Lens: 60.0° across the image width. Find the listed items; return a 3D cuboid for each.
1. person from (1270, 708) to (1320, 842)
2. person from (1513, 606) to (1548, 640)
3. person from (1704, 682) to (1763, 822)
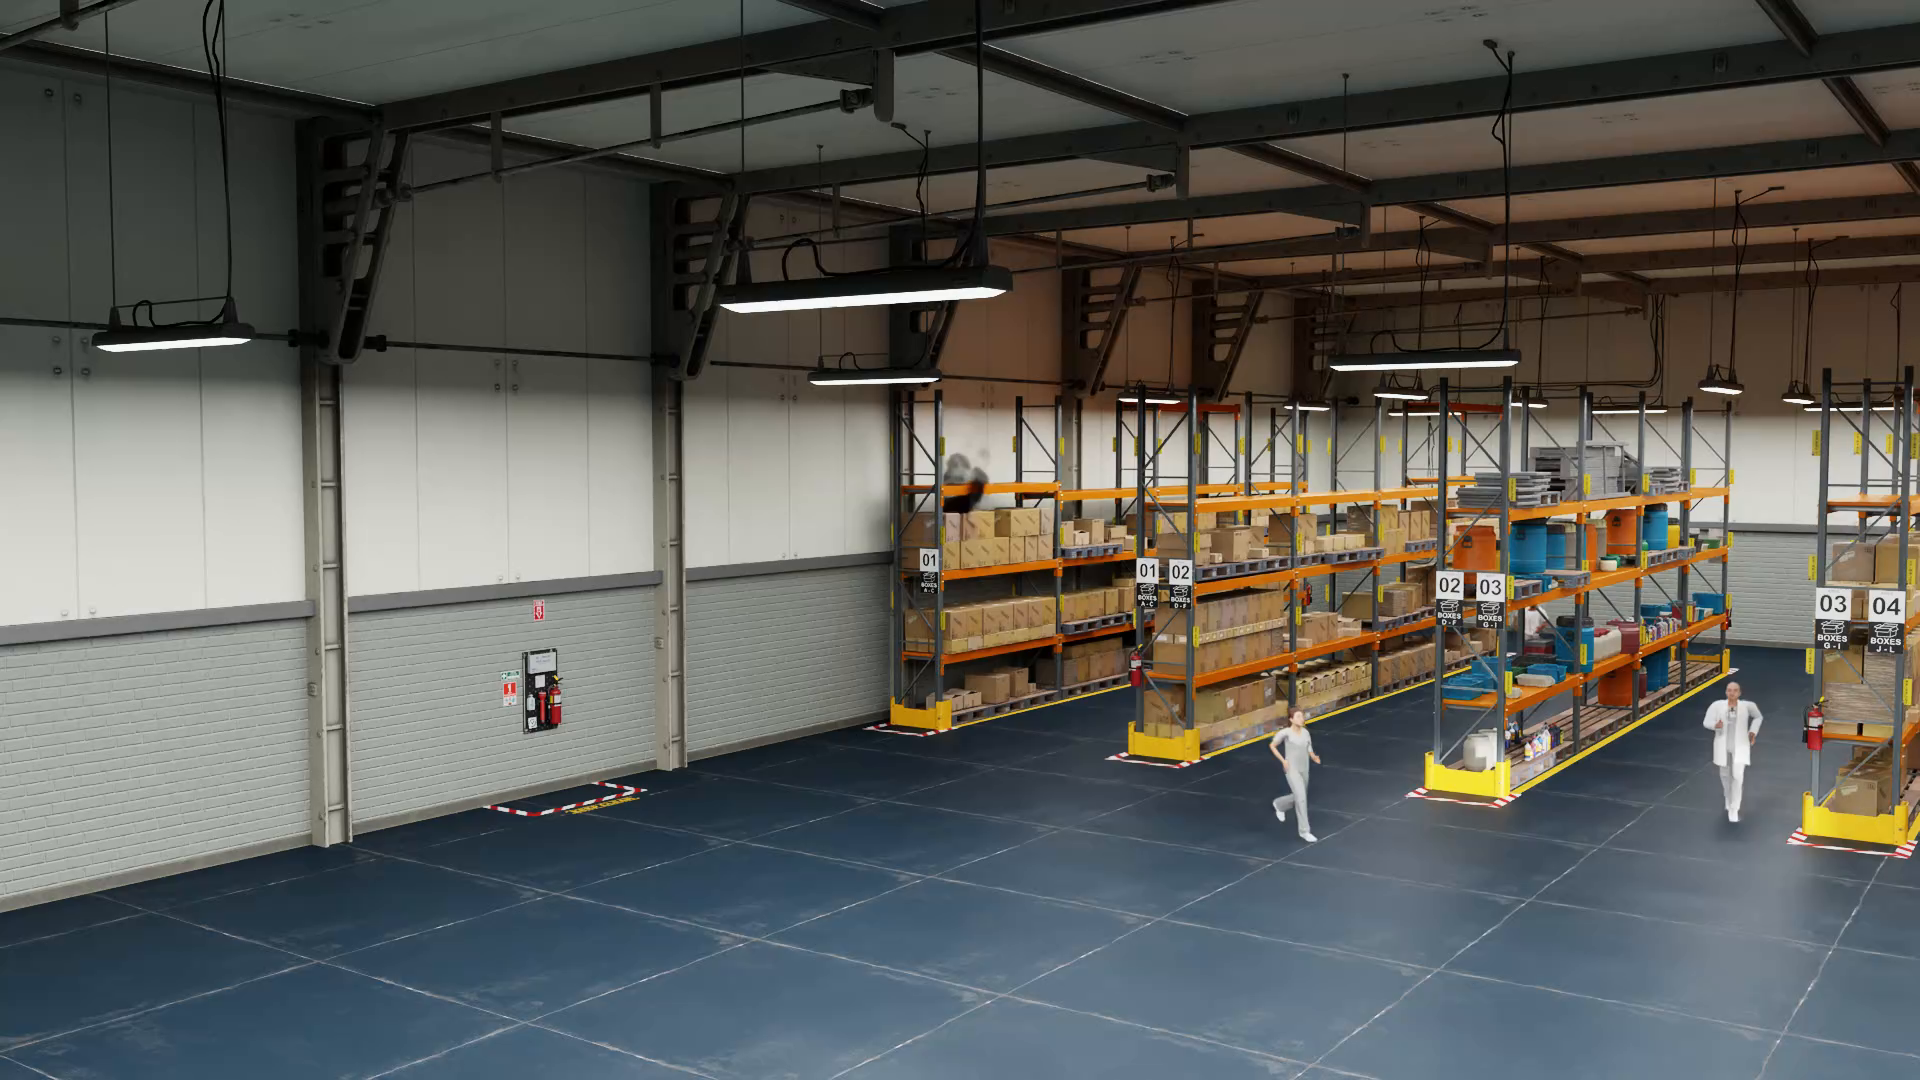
[{"bbox_3d":[4.289,2.979,21.374,0.567,1.669,0.879,-2,4,-29],"label":"person"},{"bbox_3d":[12.565,2.068,36.681,0.741,1.734,0.637,1,4,24],"label":"person"},{"bbox_3d":[10.415,2.820,22.456,0.698,1.804,0.981,2,4,32],"label":"person"}]
